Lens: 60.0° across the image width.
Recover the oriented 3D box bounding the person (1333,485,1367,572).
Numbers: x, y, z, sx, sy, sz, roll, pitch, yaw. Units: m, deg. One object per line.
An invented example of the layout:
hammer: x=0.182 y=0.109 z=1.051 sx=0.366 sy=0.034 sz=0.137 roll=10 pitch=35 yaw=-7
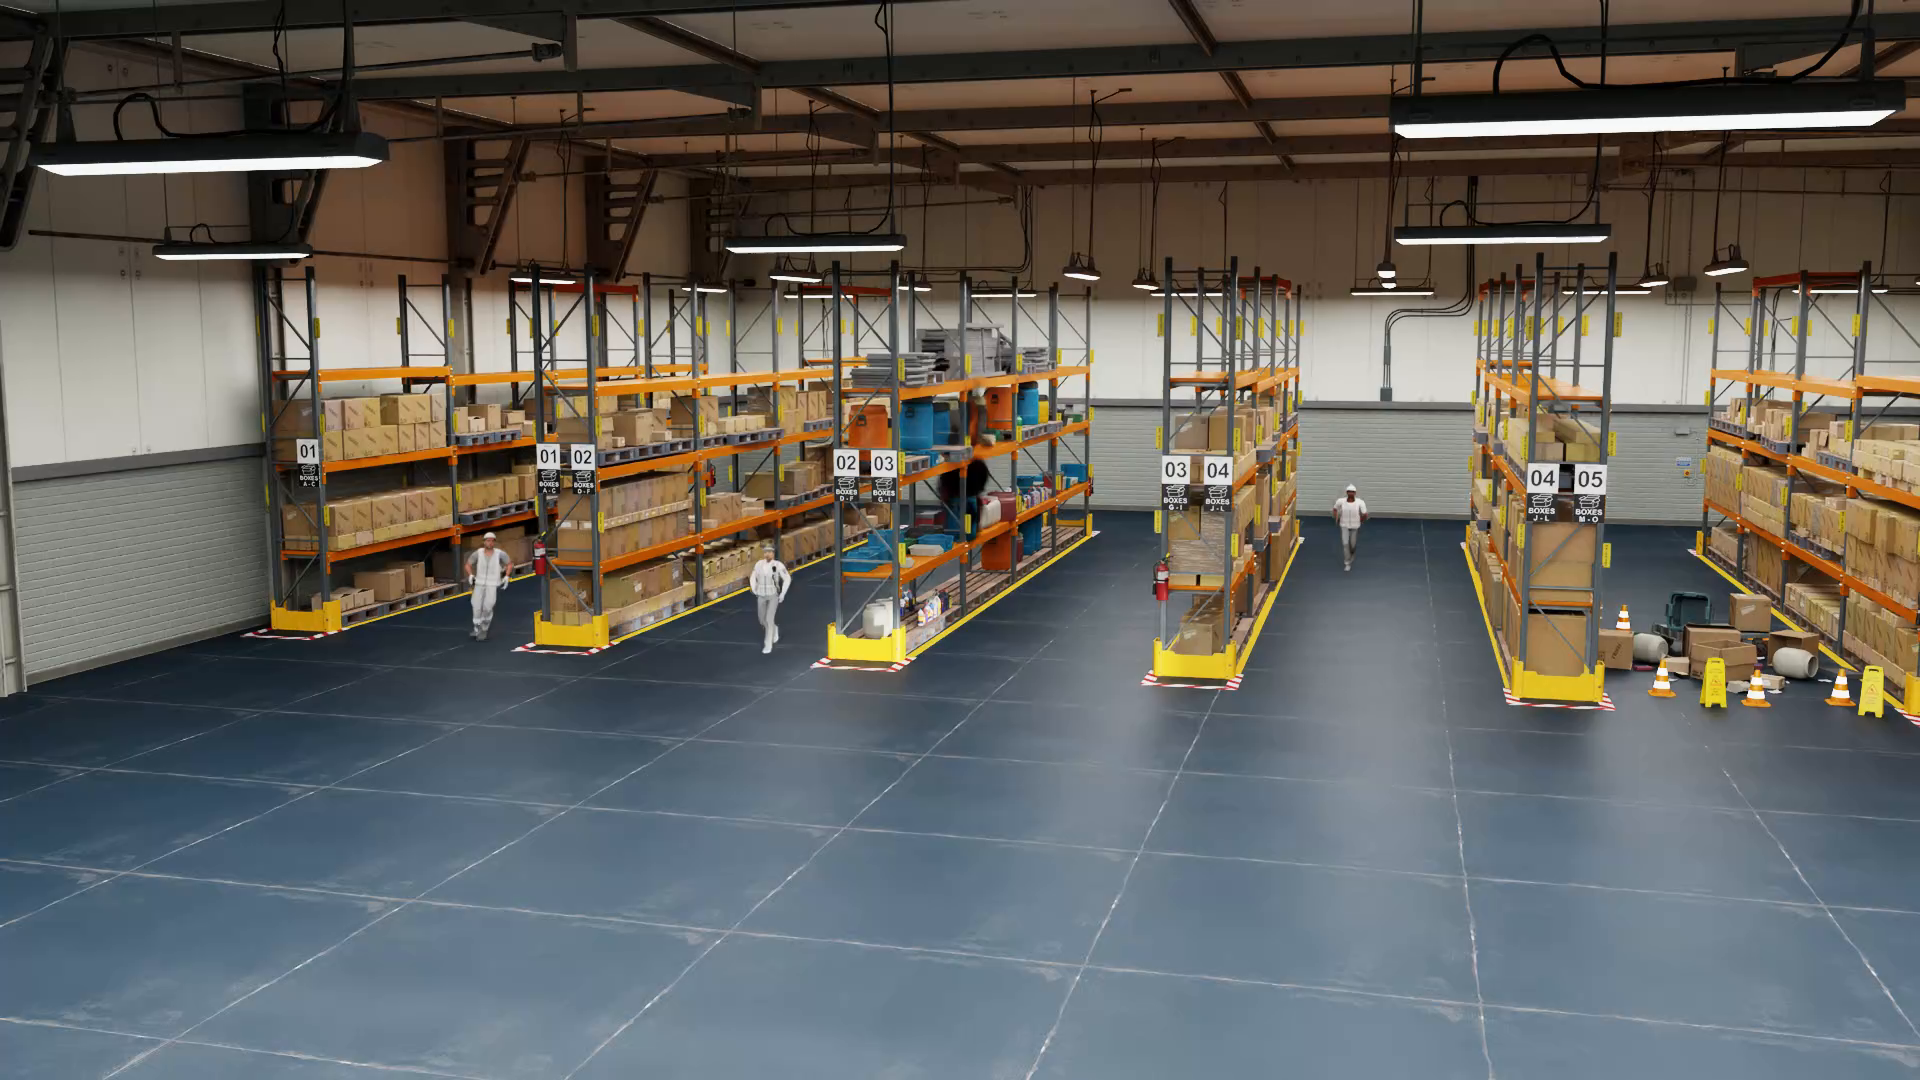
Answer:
person: x=8.138 y=-0.265 z=34.719 sx=0.699 sy=1.769 sz=0.933 roll=2 pitch=7 yaw=12

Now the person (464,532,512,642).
person: x=-7.607 y=0.749 z=26.774 sx=0.720 sy=1.761 sz=0.628 roll=-1 pitch=7 yaw=-6

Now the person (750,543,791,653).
person: x=-2.941 y=0.867 z=25.702 sx=0.658 sy=1.679 sz=0.624 roll=2 pitch=8 yaw=15
